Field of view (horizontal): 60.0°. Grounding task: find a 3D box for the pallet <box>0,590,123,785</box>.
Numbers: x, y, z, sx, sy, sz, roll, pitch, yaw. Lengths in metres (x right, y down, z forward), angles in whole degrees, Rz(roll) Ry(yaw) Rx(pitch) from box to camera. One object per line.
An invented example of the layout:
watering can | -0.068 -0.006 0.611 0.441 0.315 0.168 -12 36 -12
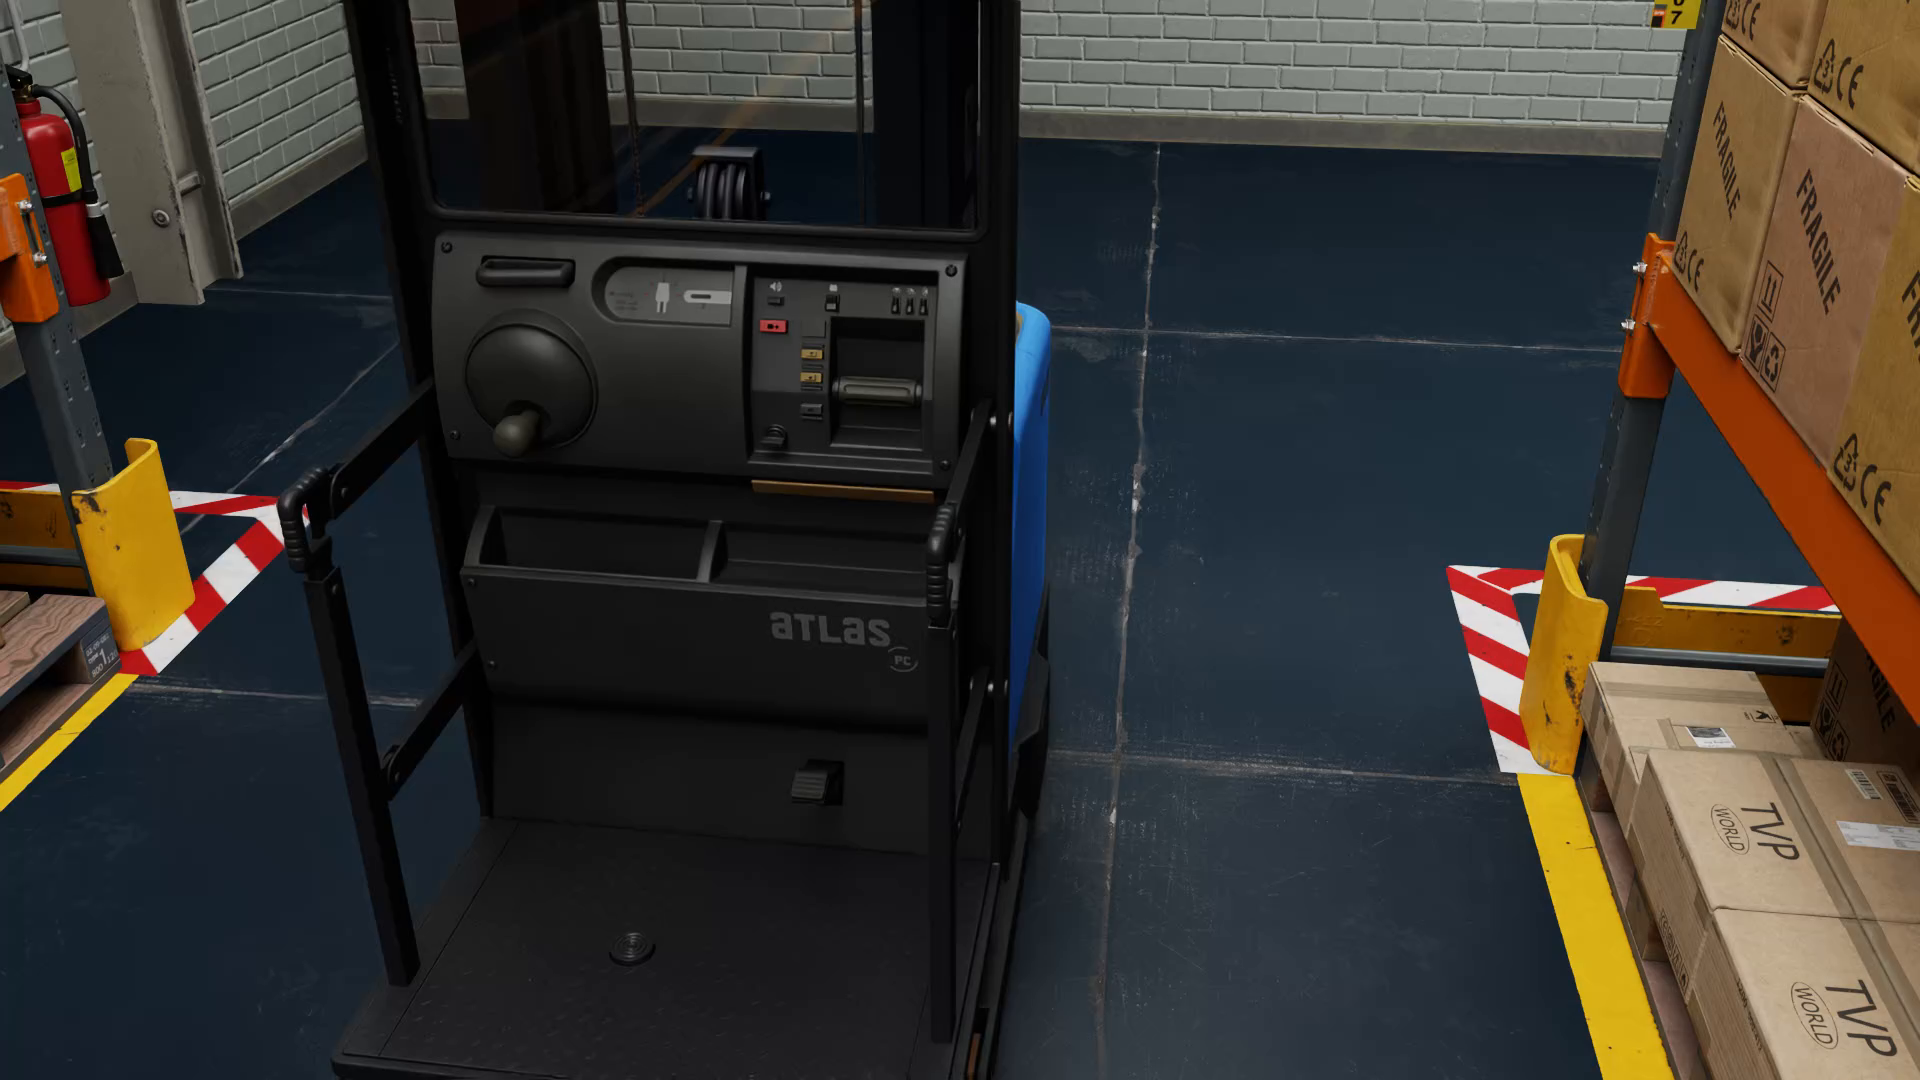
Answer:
pallet | -2.878 0.503 4.094 1.003 0.211 1.213 3 28 6

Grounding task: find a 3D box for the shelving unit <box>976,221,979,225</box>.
shelving unit | 0.007 -0.487 5.048 0.215 1.050 0.252 3 28 6

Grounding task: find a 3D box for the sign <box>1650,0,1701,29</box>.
sign | 1.520 -1.232 3.462 0.100 0.325 0.005 3 28 6

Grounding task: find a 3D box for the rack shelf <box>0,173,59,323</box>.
rack shelf | -3.103 0.152 2.563 1.077 0.370 4.000 3 28 6

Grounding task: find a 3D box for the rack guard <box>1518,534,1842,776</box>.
rack guard | 2.049 0.317 4.135 1.175 0.500 0.348 3 28 6

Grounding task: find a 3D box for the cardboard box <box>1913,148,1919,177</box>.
cardboard box | 1.620 -0.629 2.094 0.500 0.500 0.500 4 29 7

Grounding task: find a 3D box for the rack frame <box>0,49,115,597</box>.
rack frame | -2.858 -1.106 4.140 1.000 3.000 0.127 3 28 6

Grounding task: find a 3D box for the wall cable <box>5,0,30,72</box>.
wall cable | -3.640 -2.211 5.120 0.084 1.984 1.851 3 28 6

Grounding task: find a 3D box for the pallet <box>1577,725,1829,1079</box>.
pallet | 1.953 0.819 3.507 1.003 0.211 1.213 3 28 6

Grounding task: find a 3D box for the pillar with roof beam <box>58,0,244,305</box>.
pillar with roof beam | 0.887 -4.818 4.705 9.100 9.000 0.400 3 28 6

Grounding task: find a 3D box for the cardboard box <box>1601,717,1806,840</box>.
cardboard box | 1.636 0.529 3.629 0.380 0.166 0.250 3 28 6

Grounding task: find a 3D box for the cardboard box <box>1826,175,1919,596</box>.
cardboard box | 1.620 -0.191 2.336 0.500 0.500 0.500 3 28 6

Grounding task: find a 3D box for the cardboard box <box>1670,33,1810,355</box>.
cardboard box | 1.743 -0.670 3.226 0.500 0.500 0.500 4 29 7

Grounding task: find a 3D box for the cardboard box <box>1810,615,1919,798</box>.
cardboard box | 2.237 0.357 3.596 0.500 0.500 0.500 3 28 6

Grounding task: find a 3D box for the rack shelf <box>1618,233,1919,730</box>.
rack shelf | 1.814 0.439 2.032 1.077 0.370 4.000 3 28 6

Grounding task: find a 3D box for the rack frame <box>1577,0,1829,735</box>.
rack frame | 2.059 -0.820 3.609 1.000 3.000 0.127 3 28 6

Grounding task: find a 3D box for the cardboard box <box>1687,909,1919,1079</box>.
cardboard box | 1.588 0.907 2.838 0.500 0.250 0.500 3 28 6

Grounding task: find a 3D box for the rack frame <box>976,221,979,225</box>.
rack frame | 0.022 -0.545 5.154 0.200 1.050 0.008 3 28 6

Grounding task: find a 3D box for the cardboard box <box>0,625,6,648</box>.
cardboard box | -2.845 0.145 4.011 0.700 0.500 0.500 3 28 6

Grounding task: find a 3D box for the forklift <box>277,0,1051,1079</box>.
forklift | -0.482 -0.273 2.666 1.130 2.935 3.031 4 29 7

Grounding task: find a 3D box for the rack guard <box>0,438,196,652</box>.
rack guard | -2.855 -0.017 4.754 1.175 0.500 0.348 3 28 6

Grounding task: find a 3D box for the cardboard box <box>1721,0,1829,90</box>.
cardboard box | 1.743 -1.110 2.989 0.500 0.500 0.500 4 29 8

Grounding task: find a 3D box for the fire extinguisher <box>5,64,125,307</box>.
fire extinguisher | -2.382 -0.952 4.329 0.296 0.674 0.183 3 28 6

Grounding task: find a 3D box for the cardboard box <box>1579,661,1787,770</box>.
cardboard box | 1.666 0.419 3.852 0.380 0.149 0.250 3 28 6

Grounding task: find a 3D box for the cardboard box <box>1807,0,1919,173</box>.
cardboard box | 1.686 -0.864 2.531 0.500 0.500 0.500 4 29 7

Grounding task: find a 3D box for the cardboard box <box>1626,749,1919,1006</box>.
cardboard box | 1.649 0.672 3.275 0.500 0.250 0.500 3 28 6

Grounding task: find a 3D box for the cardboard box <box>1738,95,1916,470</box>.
cardboard box | 1.685 -0.427 2.774 0.500 0.500 0.500 3 28 6
